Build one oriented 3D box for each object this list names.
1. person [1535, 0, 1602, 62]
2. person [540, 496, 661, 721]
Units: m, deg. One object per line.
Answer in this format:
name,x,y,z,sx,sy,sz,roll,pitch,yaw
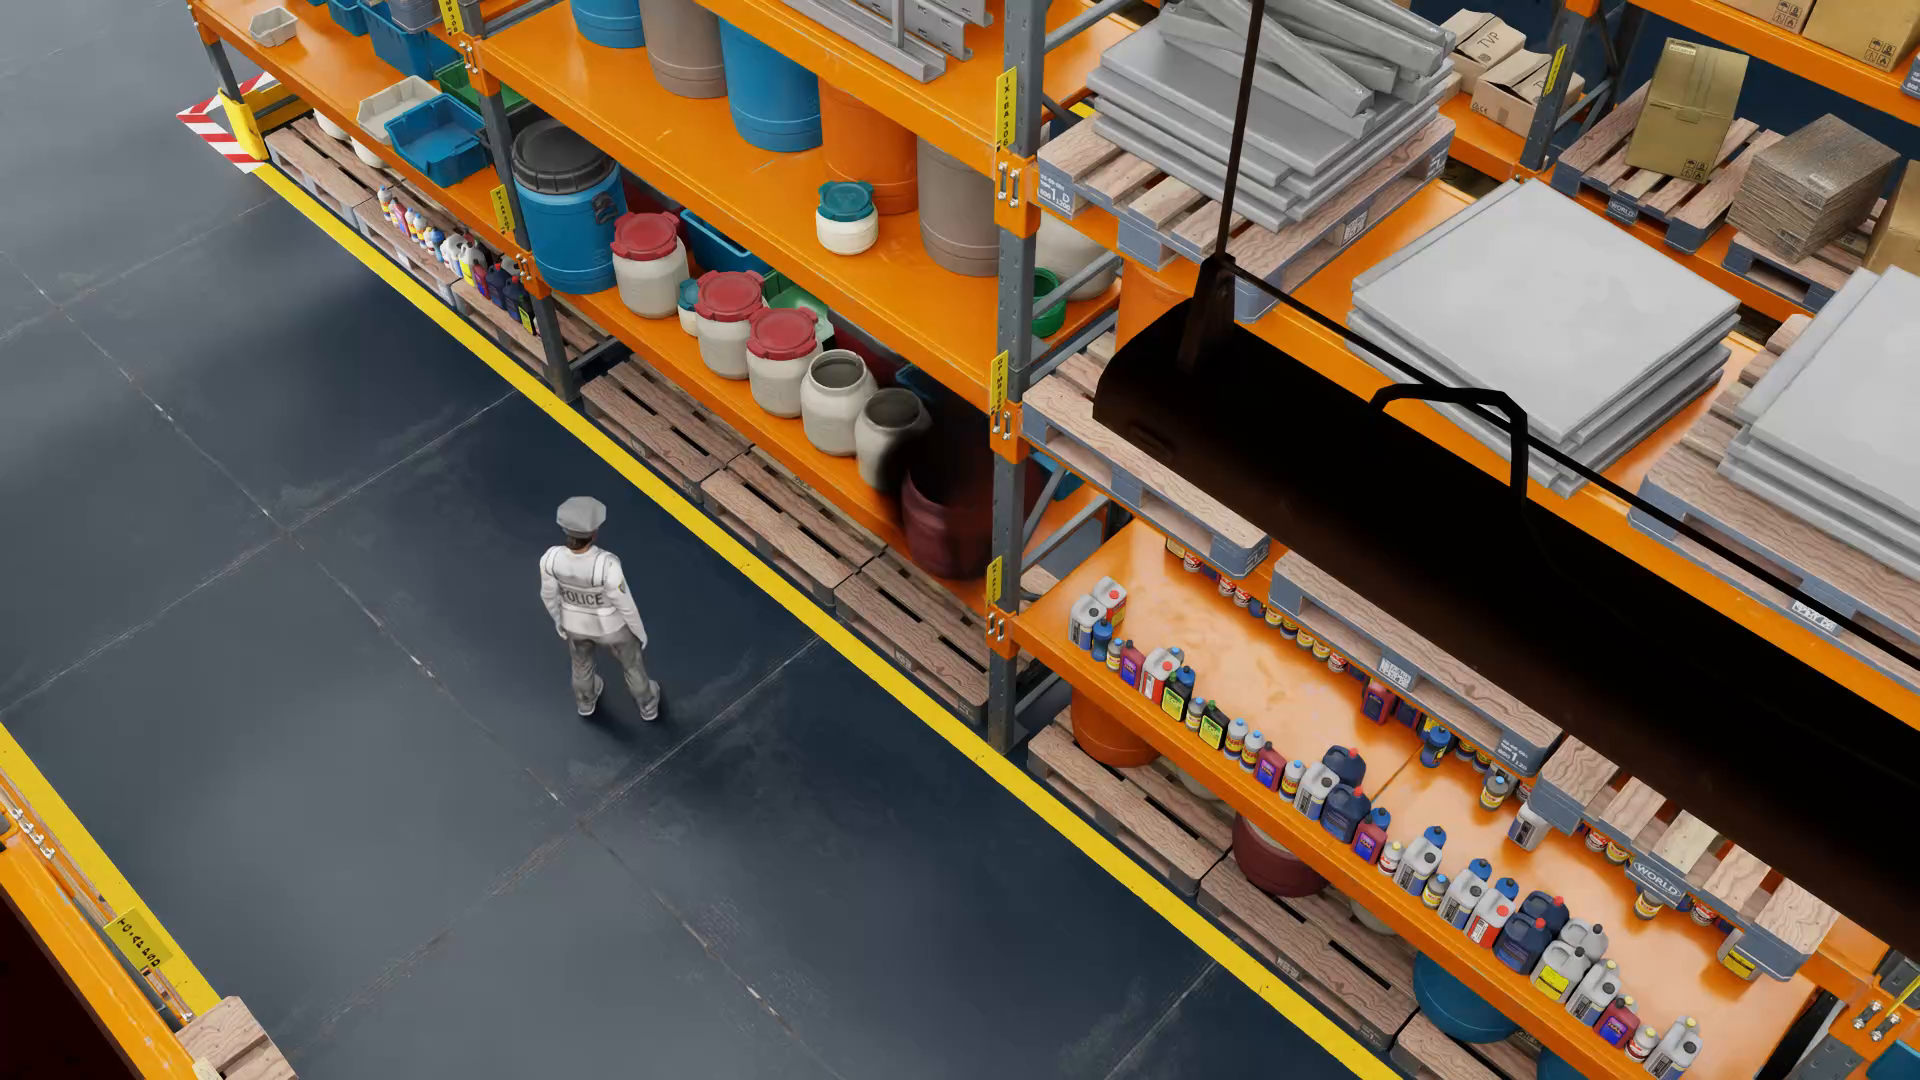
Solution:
person,4.642,-4.167,12.801,0.584,1.671,0.473,-8,50,-6
person,-1.943,0.418,8.956,0.545,1.669,0.374,10,51,9
